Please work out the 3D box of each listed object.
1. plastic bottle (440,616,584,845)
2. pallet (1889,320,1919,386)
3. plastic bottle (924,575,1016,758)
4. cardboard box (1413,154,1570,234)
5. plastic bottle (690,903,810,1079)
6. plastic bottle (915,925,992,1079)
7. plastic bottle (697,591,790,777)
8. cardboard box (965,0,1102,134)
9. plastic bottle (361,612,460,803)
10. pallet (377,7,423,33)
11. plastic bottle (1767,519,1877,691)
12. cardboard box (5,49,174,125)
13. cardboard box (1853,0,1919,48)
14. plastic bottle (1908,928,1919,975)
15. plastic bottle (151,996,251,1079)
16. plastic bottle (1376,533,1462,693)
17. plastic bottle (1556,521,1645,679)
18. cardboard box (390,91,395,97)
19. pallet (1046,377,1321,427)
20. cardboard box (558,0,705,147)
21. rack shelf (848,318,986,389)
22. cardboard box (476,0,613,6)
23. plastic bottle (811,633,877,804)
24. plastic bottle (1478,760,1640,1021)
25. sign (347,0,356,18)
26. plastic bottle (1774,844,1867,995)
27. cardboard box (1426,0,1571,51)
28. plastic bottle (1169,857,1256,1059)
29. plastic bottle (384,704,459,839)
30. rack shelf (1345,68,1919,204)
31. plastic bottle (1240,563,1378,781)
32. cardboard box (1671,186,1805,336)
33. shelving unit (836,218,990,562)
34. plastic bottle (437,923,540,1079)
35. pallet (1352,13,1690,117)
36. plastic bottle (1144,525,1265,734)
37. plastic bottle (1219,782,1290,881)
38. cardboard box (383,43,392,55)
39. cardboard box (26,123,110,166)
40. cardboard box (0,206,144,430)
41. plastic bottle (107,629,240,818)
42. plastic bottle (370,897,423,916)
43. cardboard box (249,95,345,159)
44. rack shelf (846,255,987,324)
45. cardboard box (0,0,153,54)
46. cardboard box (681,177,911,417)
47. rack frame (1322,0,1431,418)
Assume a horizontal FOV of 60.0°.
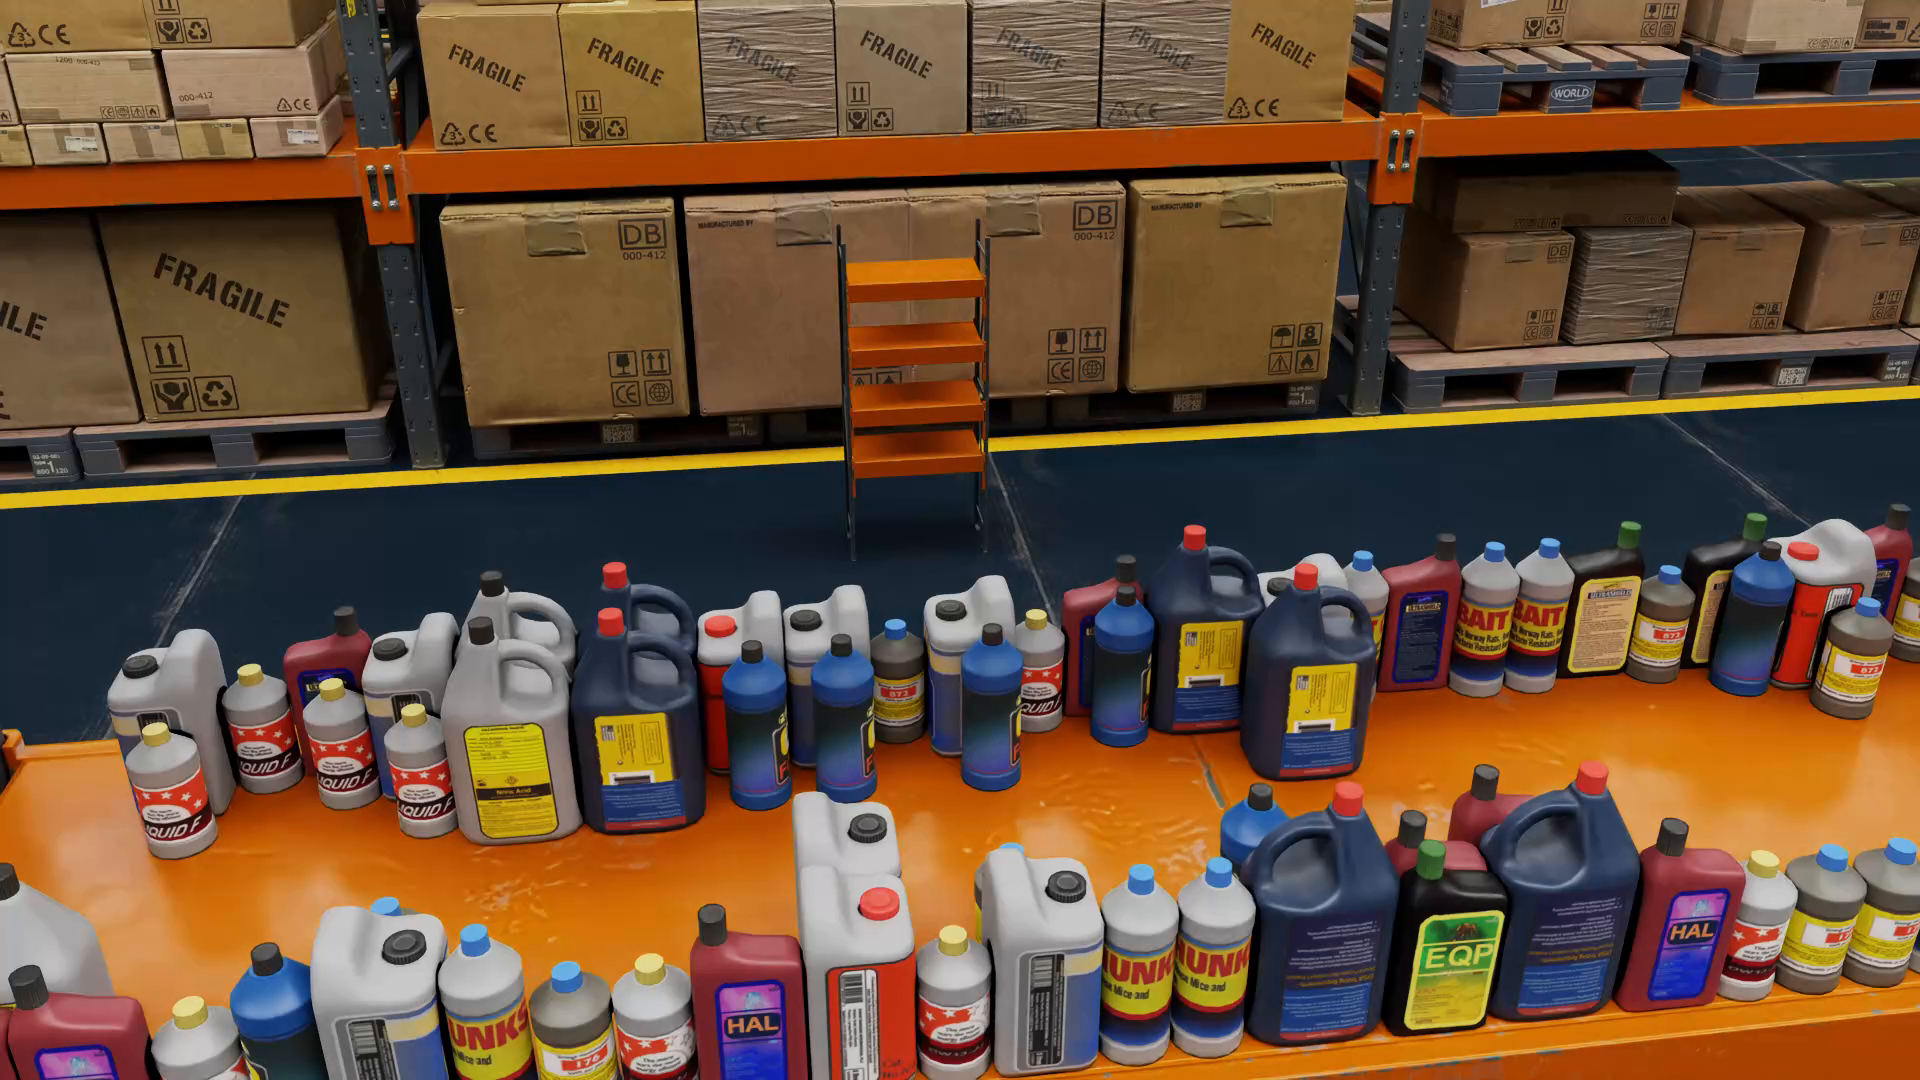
[{"bbox_3d":[-0.671,0.273,2.486,0.185,0.351,0.144,-4,27,-7],"label":"plastic bottle"},{"bbox_3d":[4.906,-1.064,8.093,1.213,0.211,1.003,-4,27,-7],"label":"pallet"},{"bbox_3d":[0.014,0.198,2.714,0.135,0.276,0.152,-4,27,-7],"label":"plastic bottle"},{"bbox_3d":[2.375,-1.574,7.467,0.500,0.250,0.500,-3,27,-5],"label":"cardboard box"},{"bbox_3d":[-0.253,0.558,2.005,0.133,0.283,0.061,-4,27,-7],"label":"plastic bottle"},{"bbox_3d":[-0.008,0.570,2.071,0.097,0.201,0.097,0,27,0],"label":"plastic bottle"},{"bbox_3d":[-0.349,0.221,2.669,0.135,0.276,0.152,-4,27,-7],"label":"plastic bottle"},{"bbox_3d":[0.253,-1.938,6.633,0.500,0.500,0.500,-5,28,-9],"label":"cardboard box"},{"bbox_3d":[-0.848,0.253,2.606,0.135,0.276,0.152,-4,27,-7],"label":"plastic bottle"},{"bbox_3d":[-5.601,-4.994,15.751,1.213,0.211,1.003,-4,27,-7],"label":"pallet"},{"bbox_3d":[1.474,0.104,2.897,0.135,0.276,0.152,-4,27,-7],"label":"plastic bottle"},{"bbox_3d":[-3.158,-1.731,6.177,0.500,0.250,0.500,-3,27,-6],"label":"cardboard box"},{"bbox_3d":[3.973,-2.436,7.139,0.637,0.503,0.797,-1,27,-2],"label":"cardboard box"},{"bbox_3d":[1.334,0.453,2.223,0.097,0.271,0.097,0,27,0],"label":"plastic bottle"},{"bbox_3d":[-0.889,0.626,1.961,0.097,0.201,0.097,0,27,0],"label":"plastic bottle"},{"bbox_3d":[0.781,0.124,2.850,0.133,0.283,0.061,-4,27,-7],"label":"plastic bottle"},{"bbox_3d":[1.106,0.103,2.890,0.133,0.283,0.061,-4,27,-7],"label":"plastic bottle"},{"bbox_3d":[-3.633,-2.934,11.020,0.250,0.149,0.380,-5,28,-9],"label":"cardboard box"},{"bbox_3d":[0.924,-0.844,7.664,1.213,0.211,1.003,-4,27,-7],"label":"pallet"},{"bbox_3d":[-1.257,-1.840,6.440,0.500,0.500,0.500,-4,27,-7],"label":"cardboard box"},{"bbox_3d":[-0.164,-0.662,5.884,0.480,0.148,0.258,-4,27,-7],"label":"rack shelf"},{"bbox_3d":[-1.614,-2.382,6.397,0.637,0.503,0.797,-4,27,-8],"label":"cardboard box"},{"bbox_3d":[-0.180,0.270,2.579,0.097,0.271,0.097,0,27,0],"label":"plastic bottle"},{"bbox_3d":[0.769,0.443,2.155,0.185,0.351,0.144,-4,27,-7],"label":"plastic bottle"},{"bbox_3d":[-2.167,-2.016,5.858,0.005,0.325,0.100,-4,27,-7],"label":"sign"},{"bbox_3d":[1.141,0.496,2.215,0.097,0.201,0.097,0,27,0],"label":"plastic bottle"},{"bbox_3d":[2.245,-2.385,7.042,0.500,0.500,0.500,-7,28,-13],"label":"cardboard box"},{"bbox_3d":[0.318,0.518,2.096,0.097,0.271,0.097,0,27,0],"label":"plastic bottle"},{"bbox_3d":[-0.813,0.342,2.516,0.097,0.201,0.097,0,27,0],"label":"plastic bottle"},{"bbox_3d":[3.696,-1.908,7.471,4.000,0.370,1.077,-4,27,-7],"label":"rack shelf"},{"bbox_3d":[0.555,0.198,2.632,0.185,0.351,0.144,-4,27,-7],"label":"plastic bottle"},{"bbox_3d":[3.484,-1.316,7.786,0.500,0.500,0.700,-1,27,-3],"label":"cardboard box"},{"bbox_3d":[-0.164,-0.523,5.956,0.503,1.200,0.258,-4,27,-7],"label":"shelving unit"},{"bbox_3d":[-0.563,0.574,1.986,0.097,0.271,0.097,0,27,0],"label":"plastic bottle"},{"bbox_3d":[2.406,-2.109,7.285,1.003,0.211,1.213,-4,27,-7],"label":"pallet"},{"bbox_3d":[0.400,0.138,2.749,0.185,0.351,0.144,-4,27,-7],"label":"plastic bottle"},{"bbox_3d":[0.394,0.446,2.235,0.097,0.271,0.097,0,27,0],"label":"plastic bottle"},{"bbox_3d":[-3.986,-3.294,11.395,0.250,0.149,0.380,-4,27,-8],"label":"cardboard box"},{"bbox_3d":[-3.265,-1.518,6.198,0.250,0.149,0.380,-3,27,-6],"label":"cardboard box"},{"bbox_3d":[-3.801,-1.025,6.829,0.875,0.875,0.875,-4,27,-7],"label":"cardboard box"},{"bbox_3d":[-1.210,0.277,2.561,0.135,0.276,0.152,-4,27,-7],"label":"plastic bottle"},{"bbox_3d":[-0.717,0.545,2.119,0.097,0.201,0.097,0,27,0],"label":"plastic bottle"},{"bbox_3d":[-2.502,-1.567,6.294,0.250,0.149,0.380,-4,27,-7],"label":"cardboard box"},{"bbox_3d":[-0.164,-0.873,5.776,0.480,0.148,0.258,-4,27,-7],"label":"rack shelf"},{"bbox_3d":[-3.160,-2.066,6.007,0.500,0.500,0.500,-3,27,-7],"label":"cardboard box"},{"bbox_3d":[-0.730,-1.195,7.161,0.875,0.875,1.225,-5,28,-9],"label":"cardboard box"},{"bbox_3d":[1.716,-2.101,7.059,0.127,3.000,1.000,-4,27,-7],"label":"rack frame"}]
